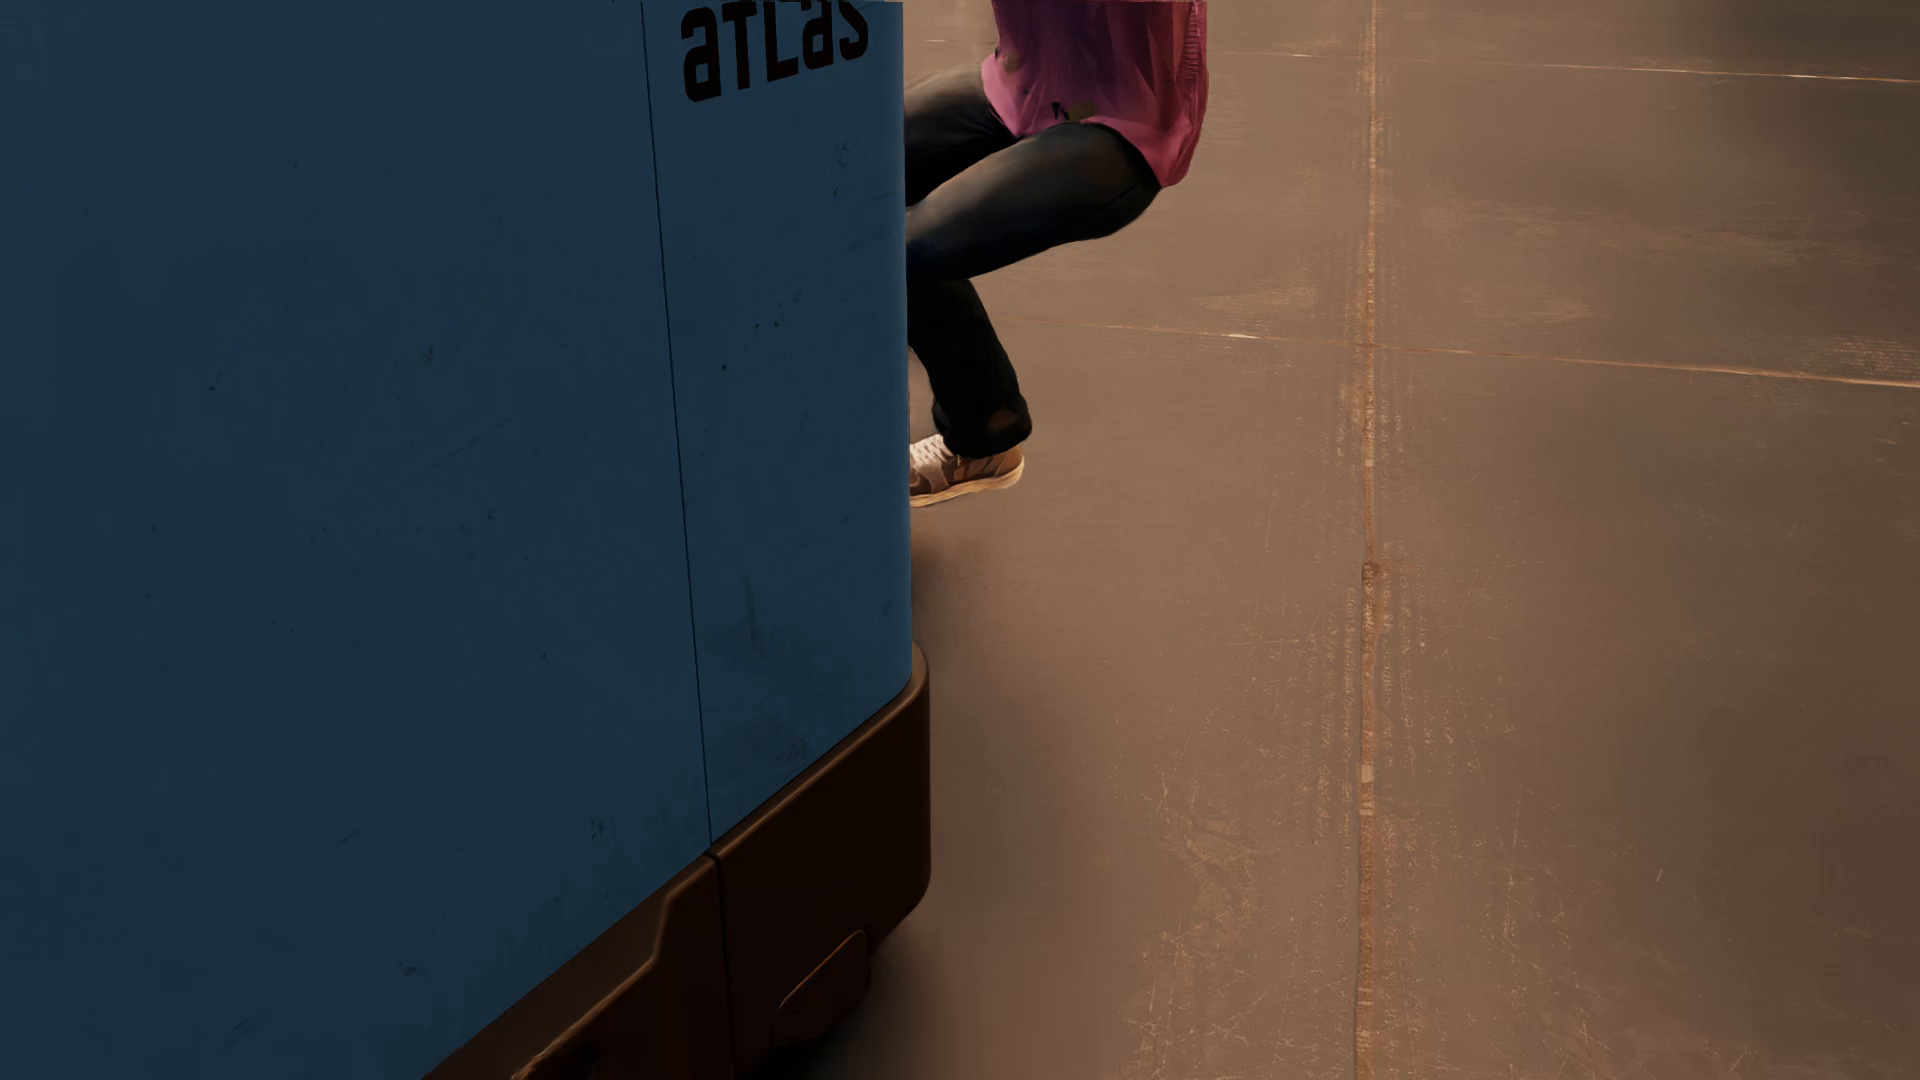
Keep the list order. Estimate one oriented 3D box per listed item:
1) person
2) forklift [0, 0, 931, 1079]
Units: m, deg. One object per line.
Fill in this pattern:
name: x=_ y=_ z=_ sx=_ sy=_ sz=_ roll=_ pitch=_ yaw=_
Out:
person: x=0.083 y=-0.544 z=2.148 sx=0.704 sy=1.318 sz=1.380 roll=-23 pitch=35 yaw=-38
forklift: x=-1.242 y=-0.473 z=0.184 sx=1.130 sy=2.935 sz=3.031 roll=16 pitch=31 yaw=28
